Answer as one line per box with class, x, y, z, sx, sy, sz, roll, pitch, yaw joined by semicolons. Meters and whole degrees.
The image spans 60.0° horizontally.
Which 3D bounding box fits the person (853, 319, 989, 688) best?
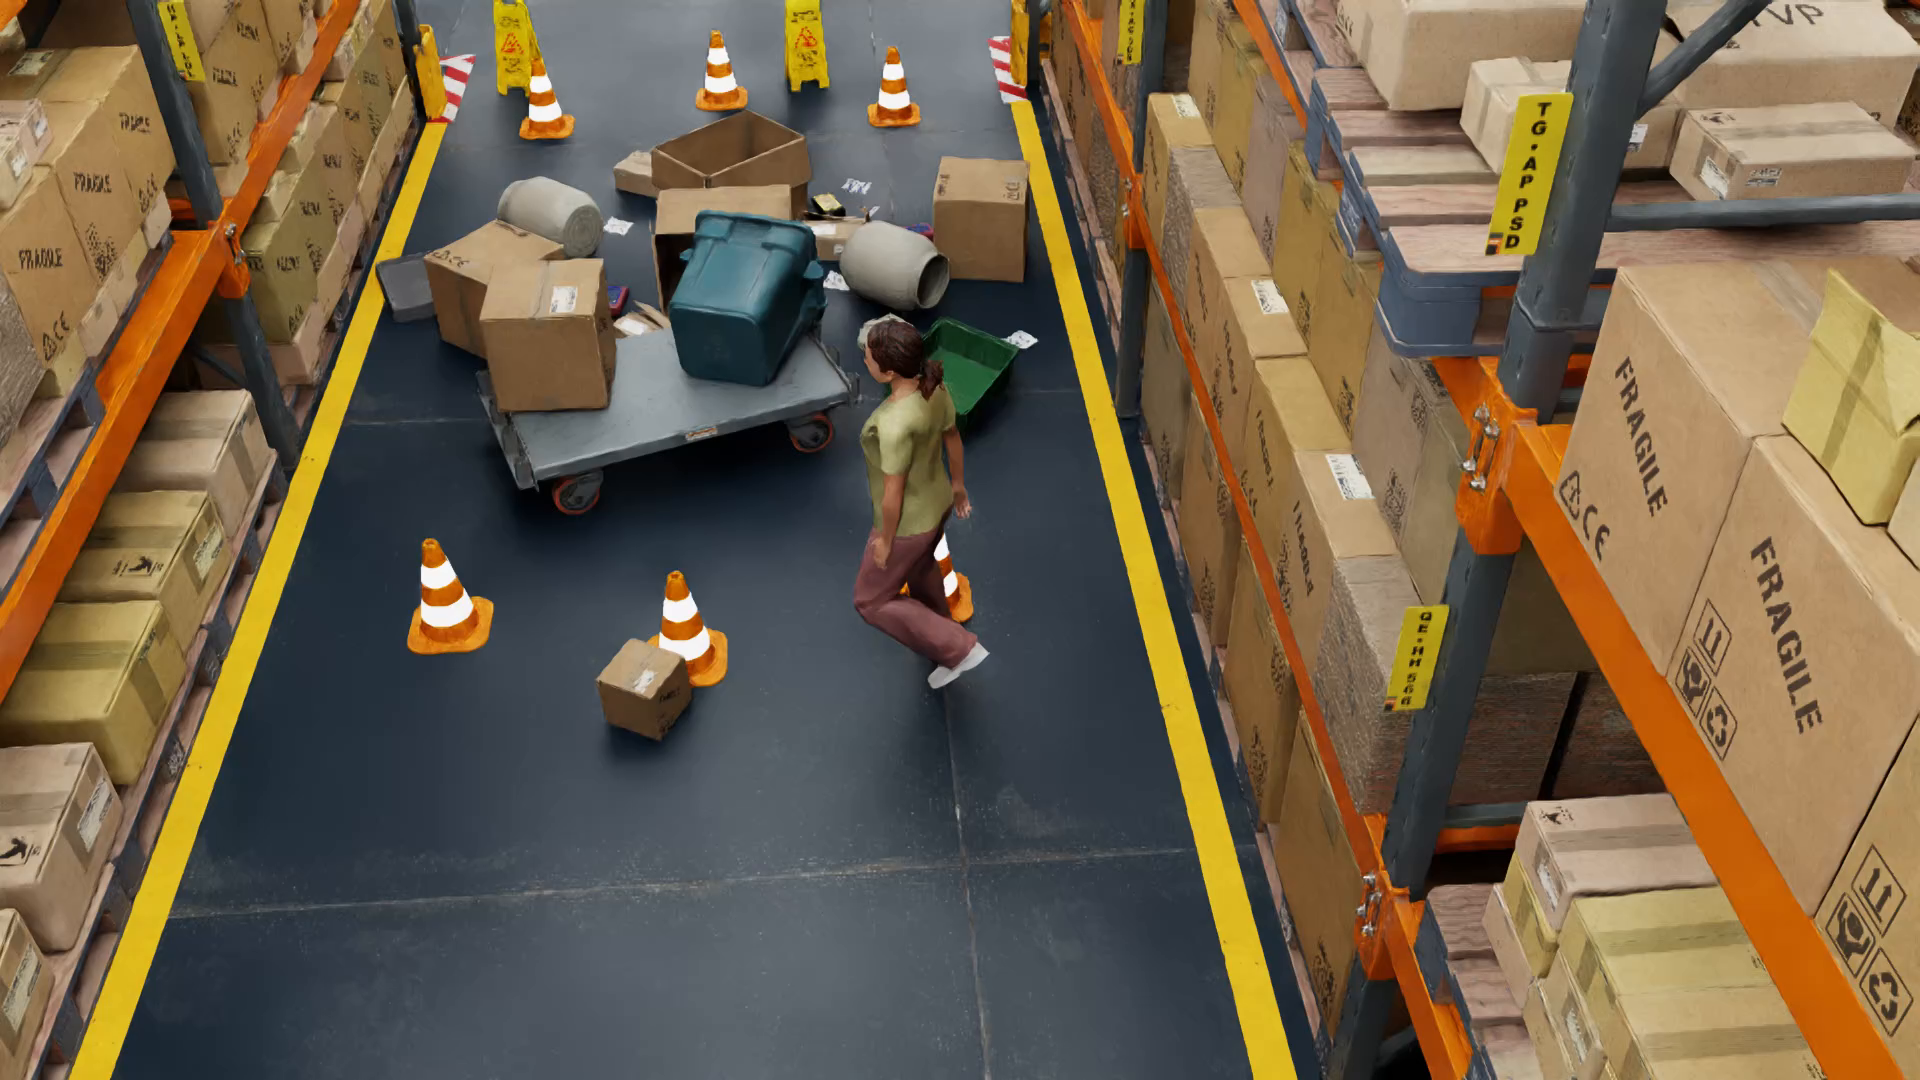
person;-0.096;-0.108;6.263;0.515;1.649;0.550;14;41;16
